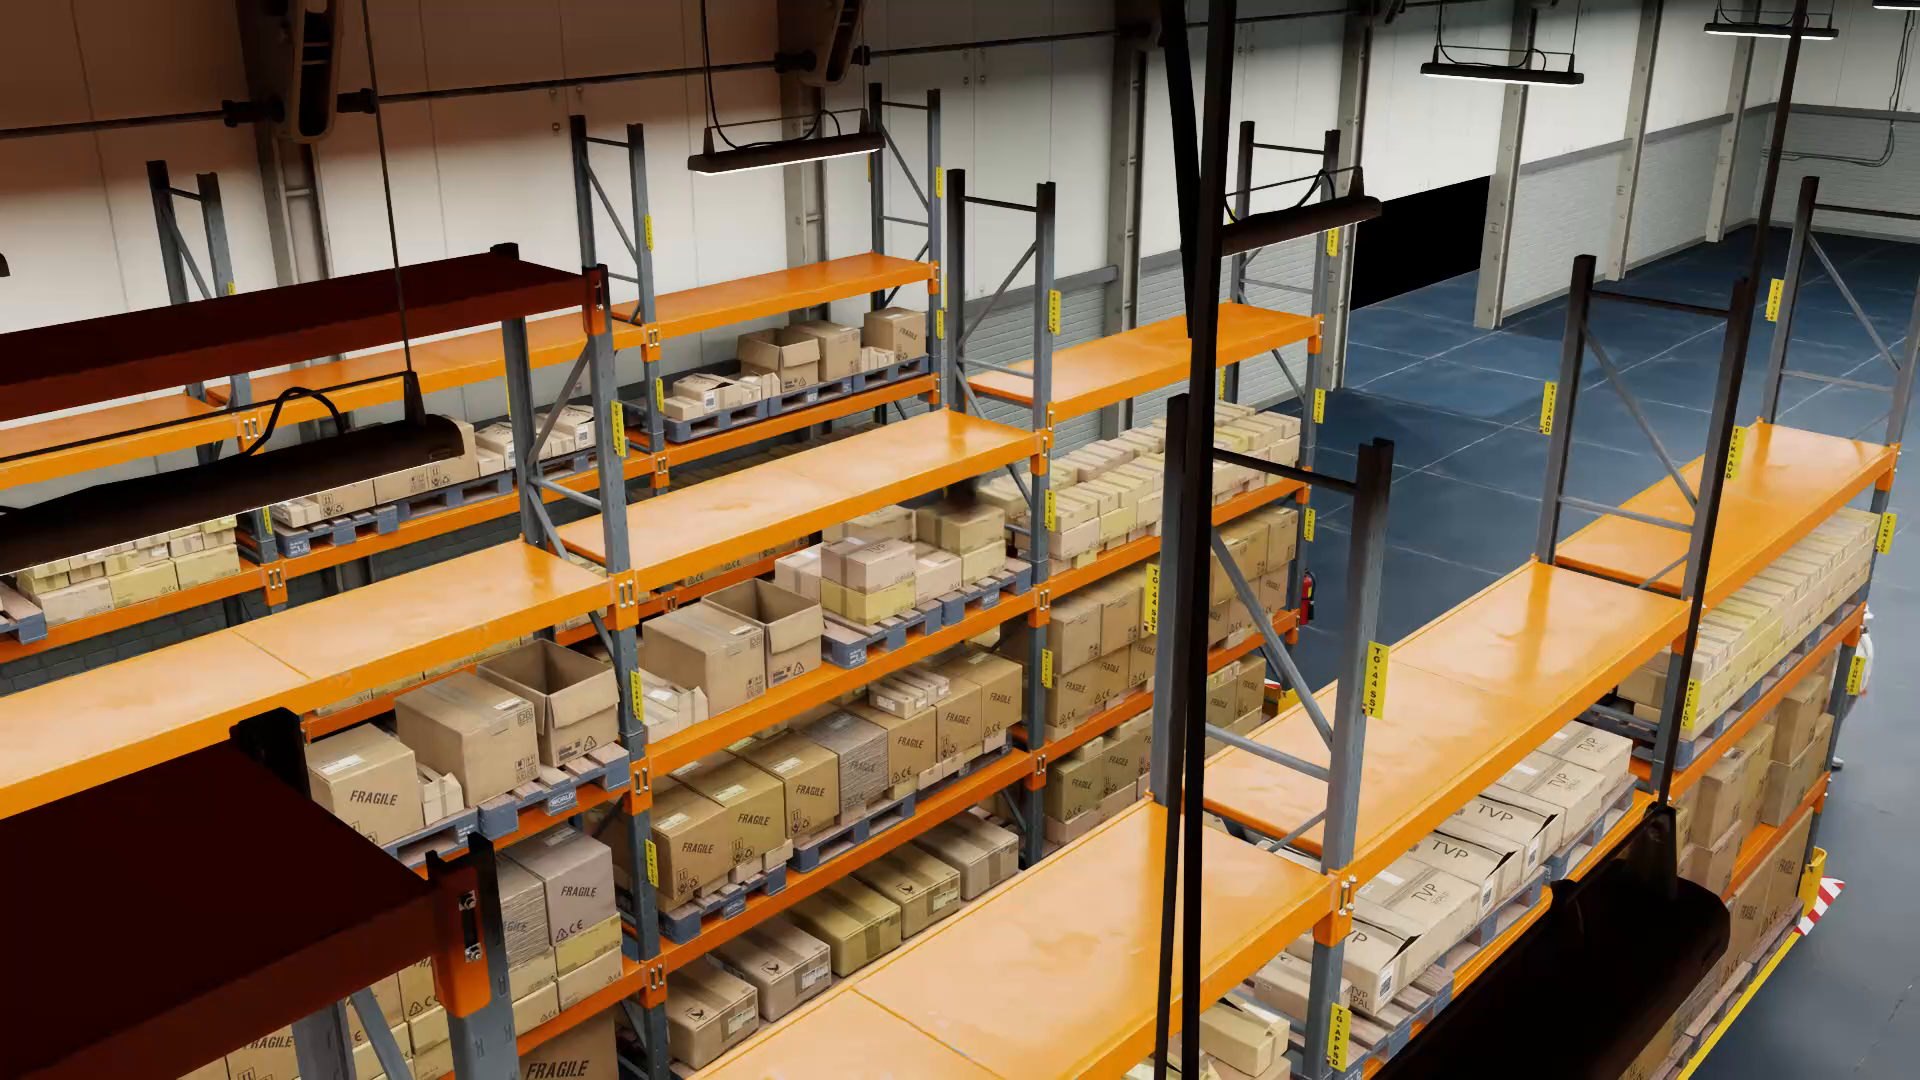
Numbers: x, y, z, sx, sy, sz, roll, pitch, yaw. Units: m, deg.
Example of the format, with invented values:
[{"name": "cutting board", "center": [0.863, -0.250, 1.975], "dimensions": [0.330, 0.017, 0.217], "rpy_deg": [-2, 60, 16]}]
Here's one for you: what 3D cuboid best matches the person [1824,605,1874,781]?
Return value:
[{"name": "person", "center": [8.467, 1.409, 15.958], "dimensions": [0.578, 1.794, 0.373], "rpy_deg": [-18, 28, -39]}]
